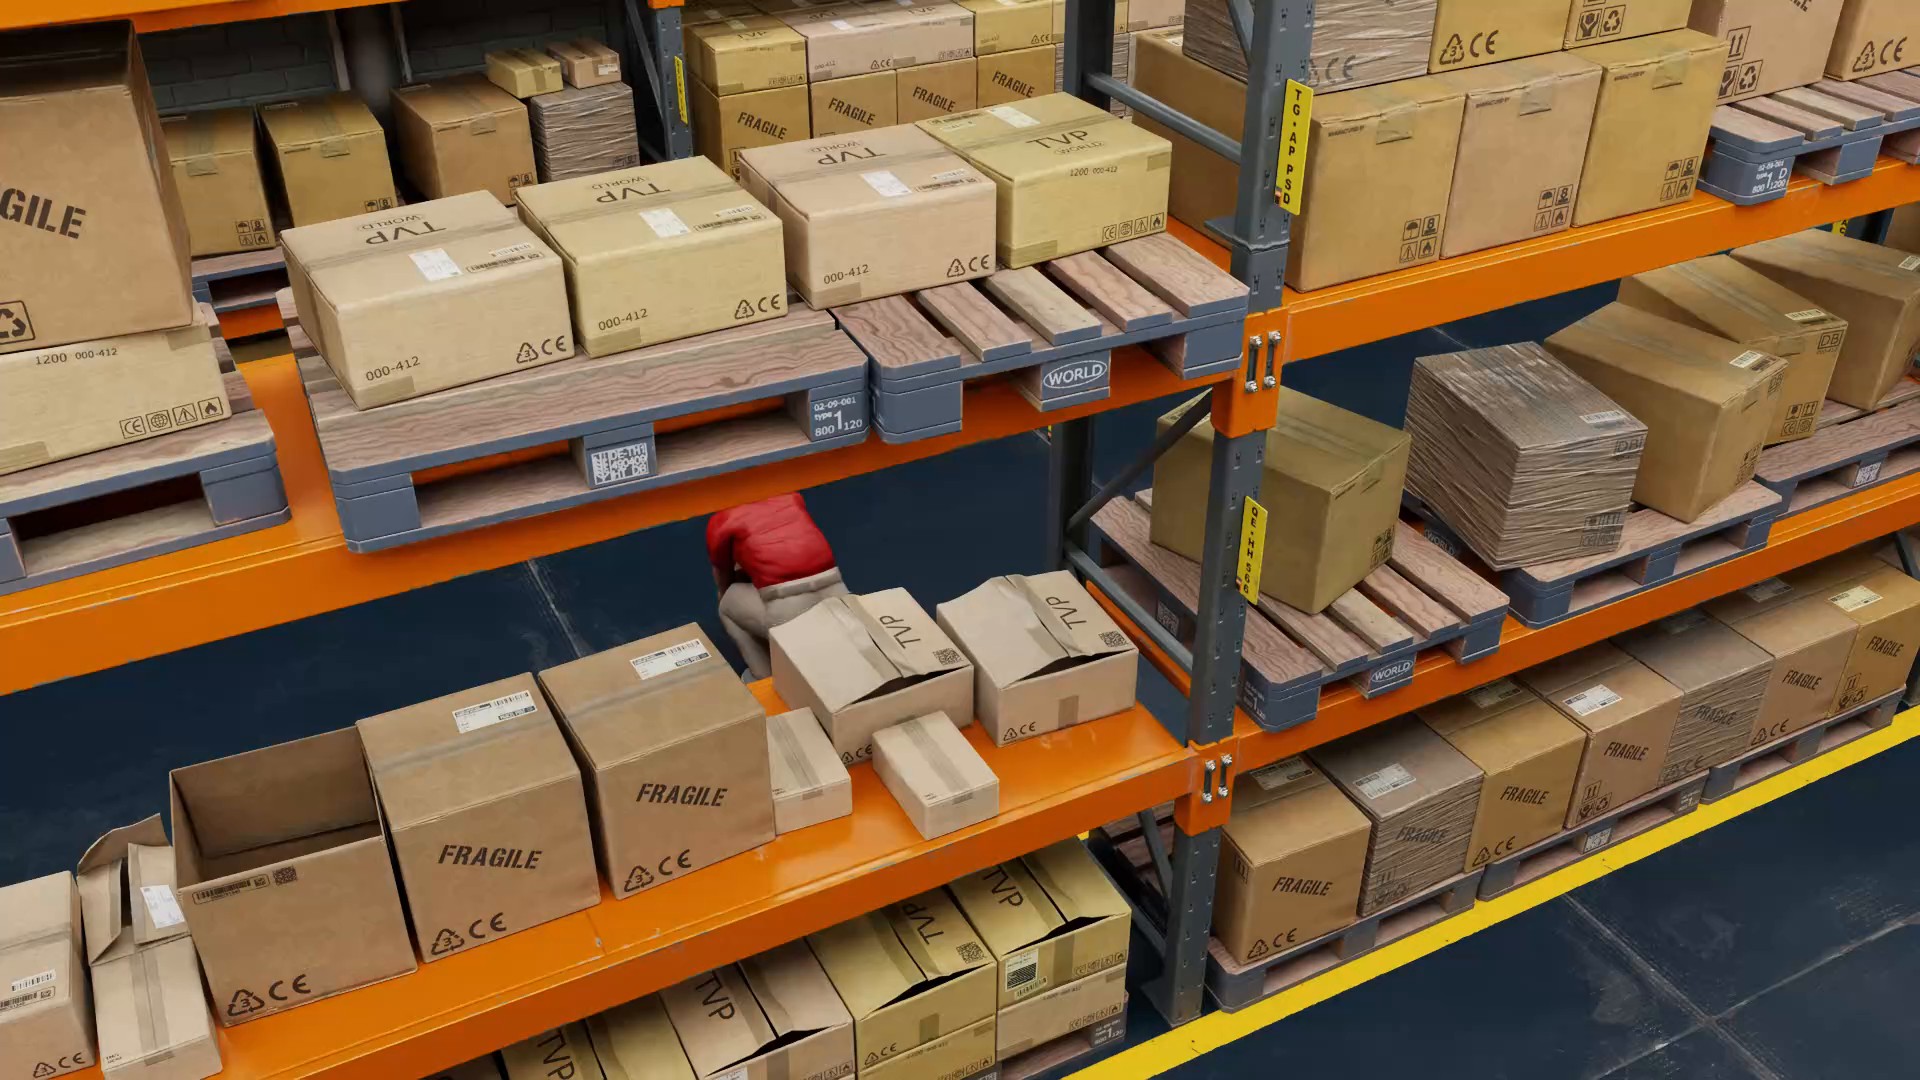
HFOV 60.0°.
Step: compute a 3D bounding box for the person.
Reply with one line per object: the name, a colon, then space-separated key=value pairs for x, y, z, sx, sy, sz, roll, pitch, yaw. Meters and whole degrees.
person: x=-0.843 y=0.194 z=7.556 sx=0.524 sy=0.979 sz=0.905 roll=-17 pitch=37 yaw=-24
